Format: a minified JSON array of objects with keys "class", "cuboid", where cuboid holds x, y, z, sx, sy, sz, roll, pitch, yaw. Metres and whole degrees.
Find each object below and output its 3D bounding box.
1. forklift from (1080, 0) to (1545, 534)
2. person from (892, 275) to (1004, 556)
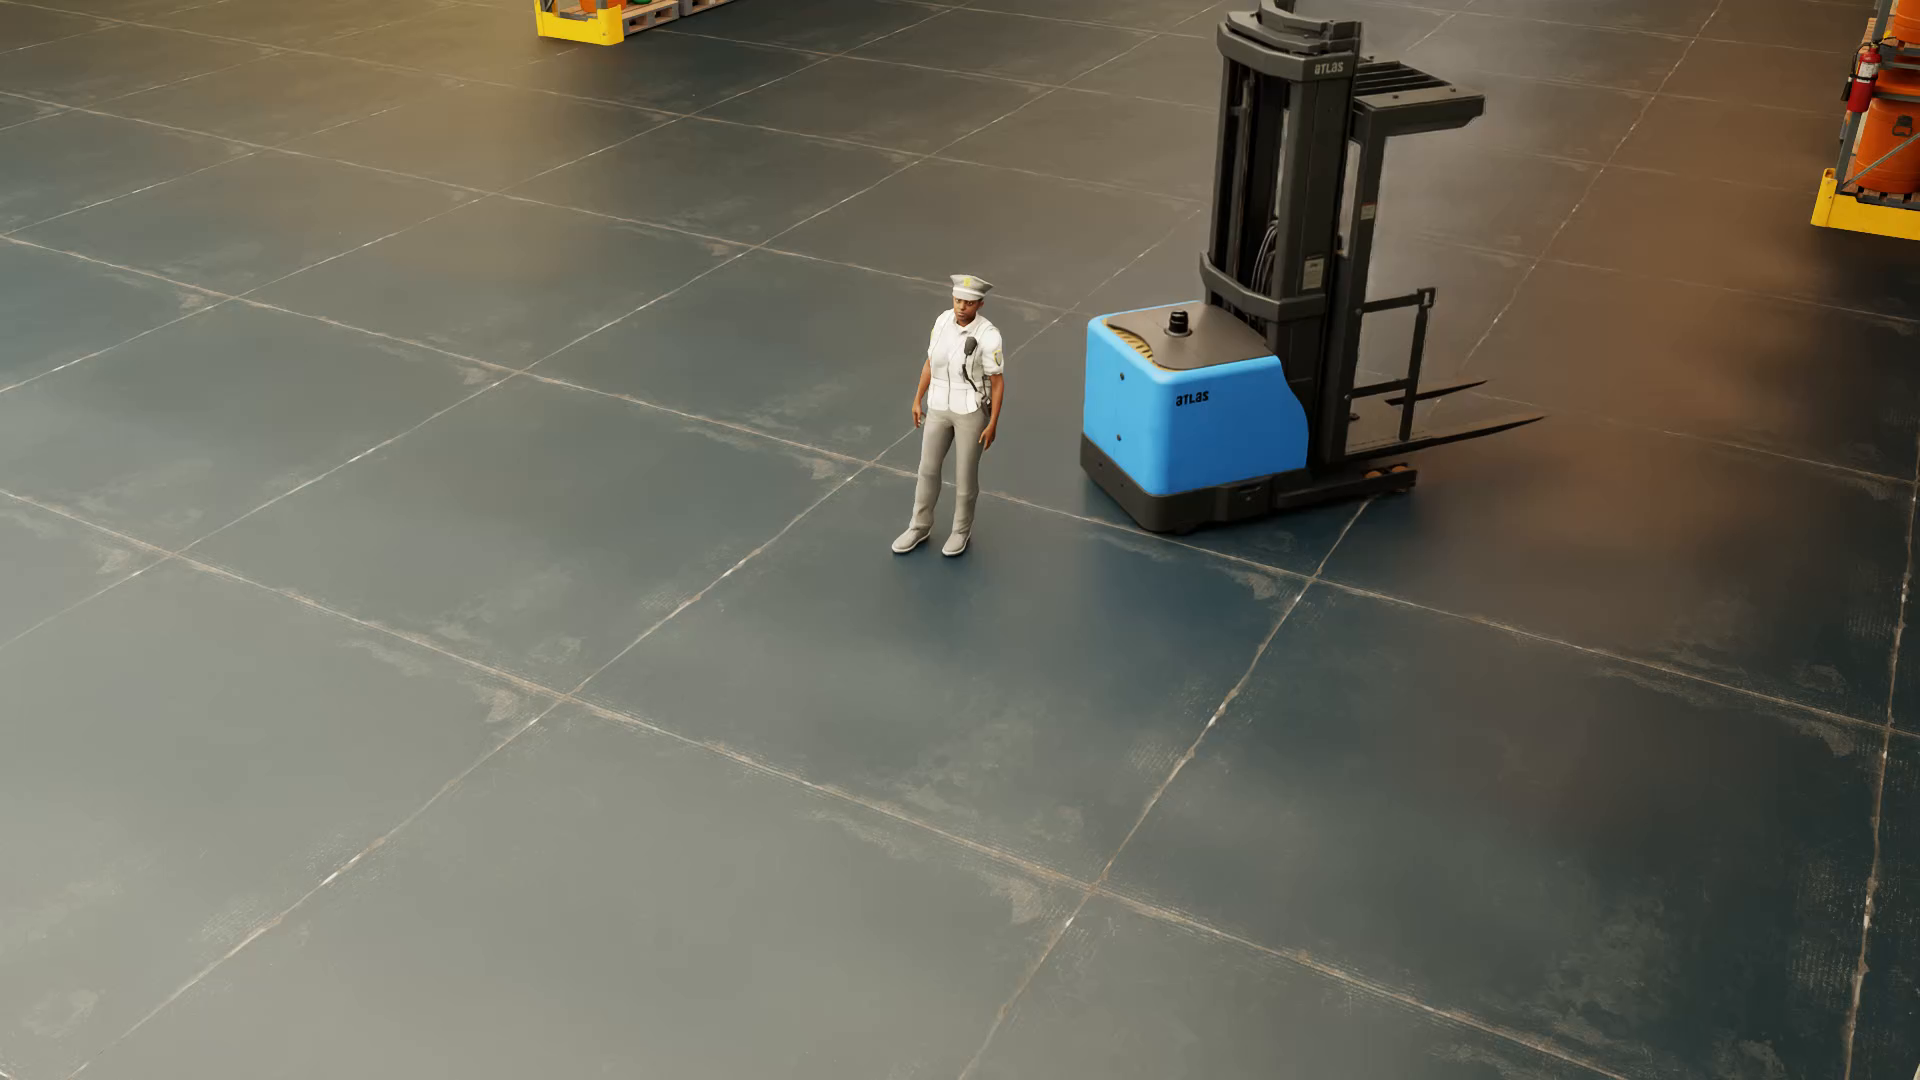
[{"class":"forklift","cuboid":[2.340,-1.767,10.133,3.031,2.935,1.130,-11,32,-19]},{"class":"person","cuboid":[-0.053,-0.712,9.527,0.570,1.695,0.530,15,33,25]}]
